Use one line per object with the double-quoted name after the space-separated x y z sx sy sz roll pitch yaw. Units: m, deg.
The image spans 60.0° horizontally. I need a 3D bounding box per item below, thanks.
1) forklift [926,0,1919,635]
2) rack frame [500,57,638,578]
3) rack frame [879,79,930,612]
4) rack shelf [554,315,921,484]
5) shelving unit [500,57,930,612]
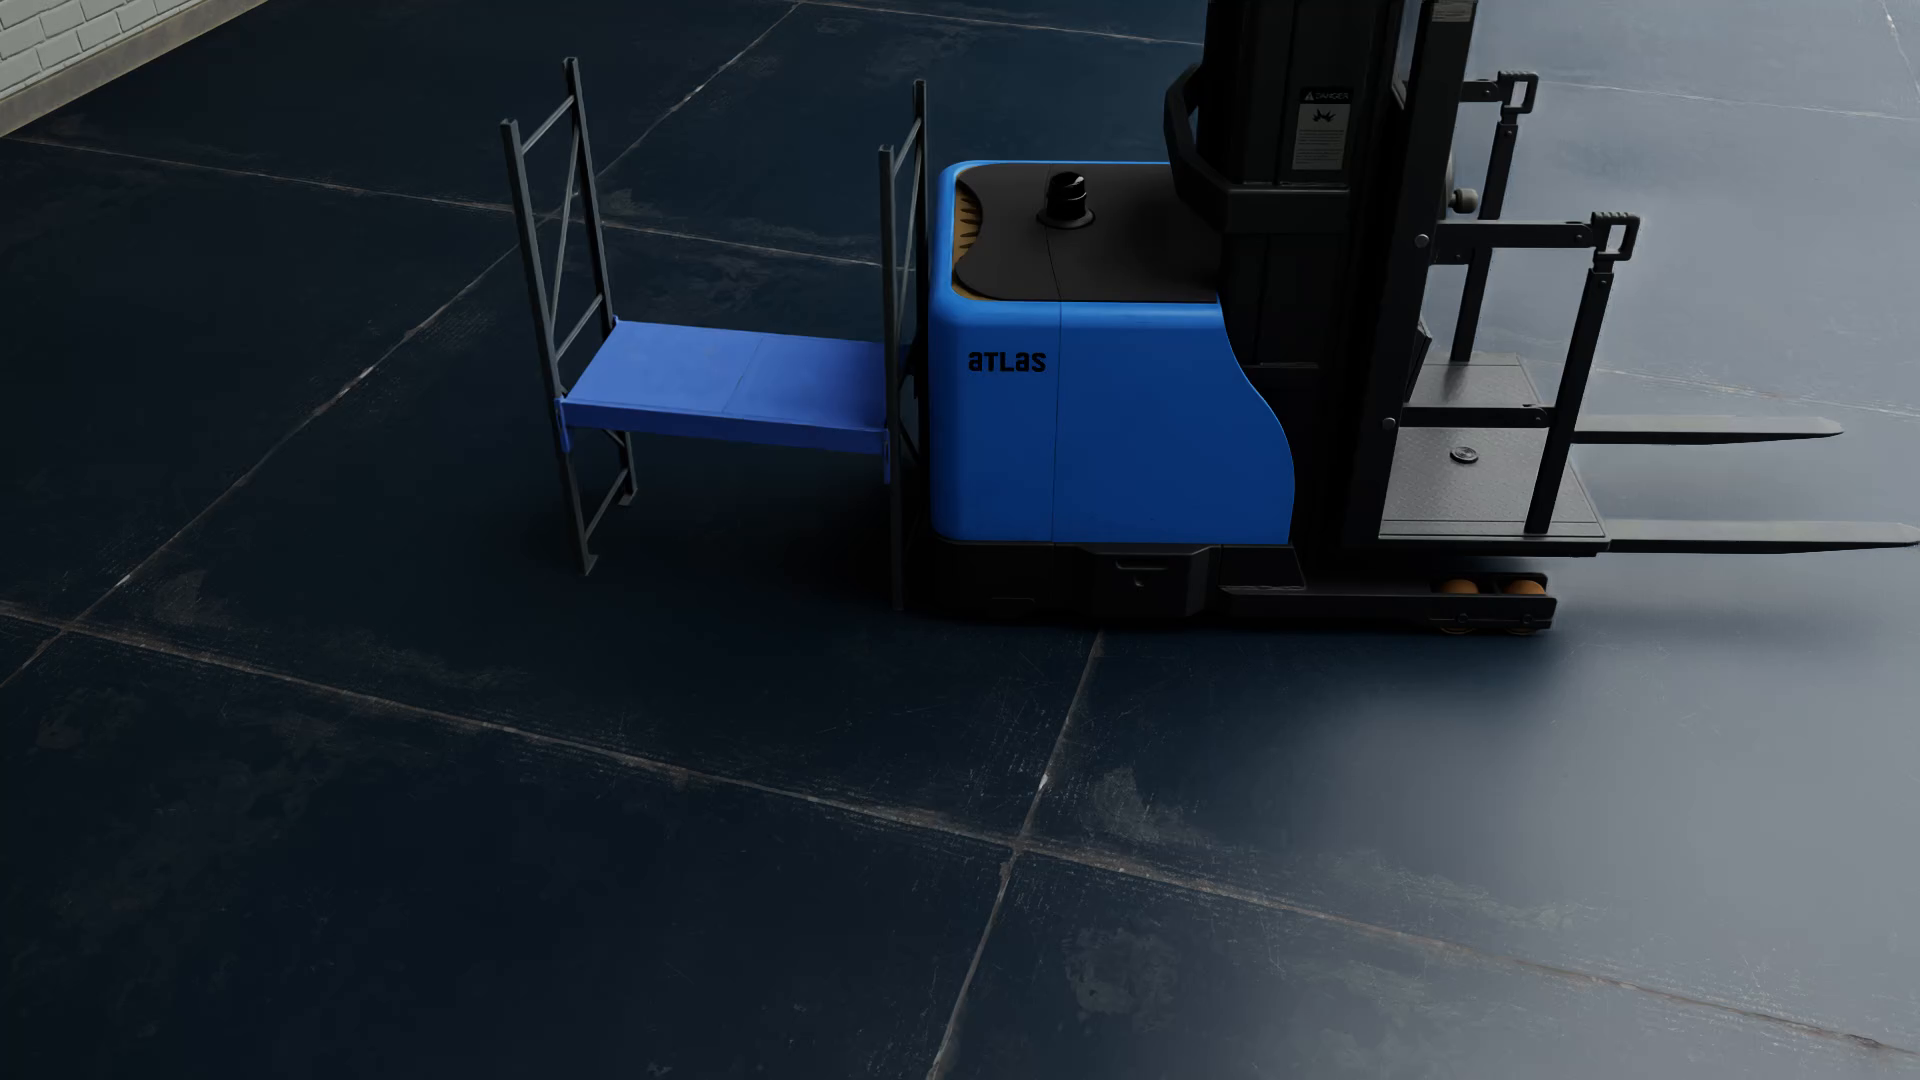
1.422 -1.214 4.590 3.031 2.935 1.130 1 36 1 "forklift"
-1.152 -0.632 5.007 0.032 1.500 0.500 6 37 8 "rack frame"
-0.150 -0.530 4.869 0.032 1.500 0.500 6 37 8 "rack frame"
-0.651 -0.436 5.045 1.000 0.185 0.538 6 37 8 "rack shelf"
-0.651 -0.581 4.938 1.048 1.500 0.538 6 37 8 "shelving unit"
